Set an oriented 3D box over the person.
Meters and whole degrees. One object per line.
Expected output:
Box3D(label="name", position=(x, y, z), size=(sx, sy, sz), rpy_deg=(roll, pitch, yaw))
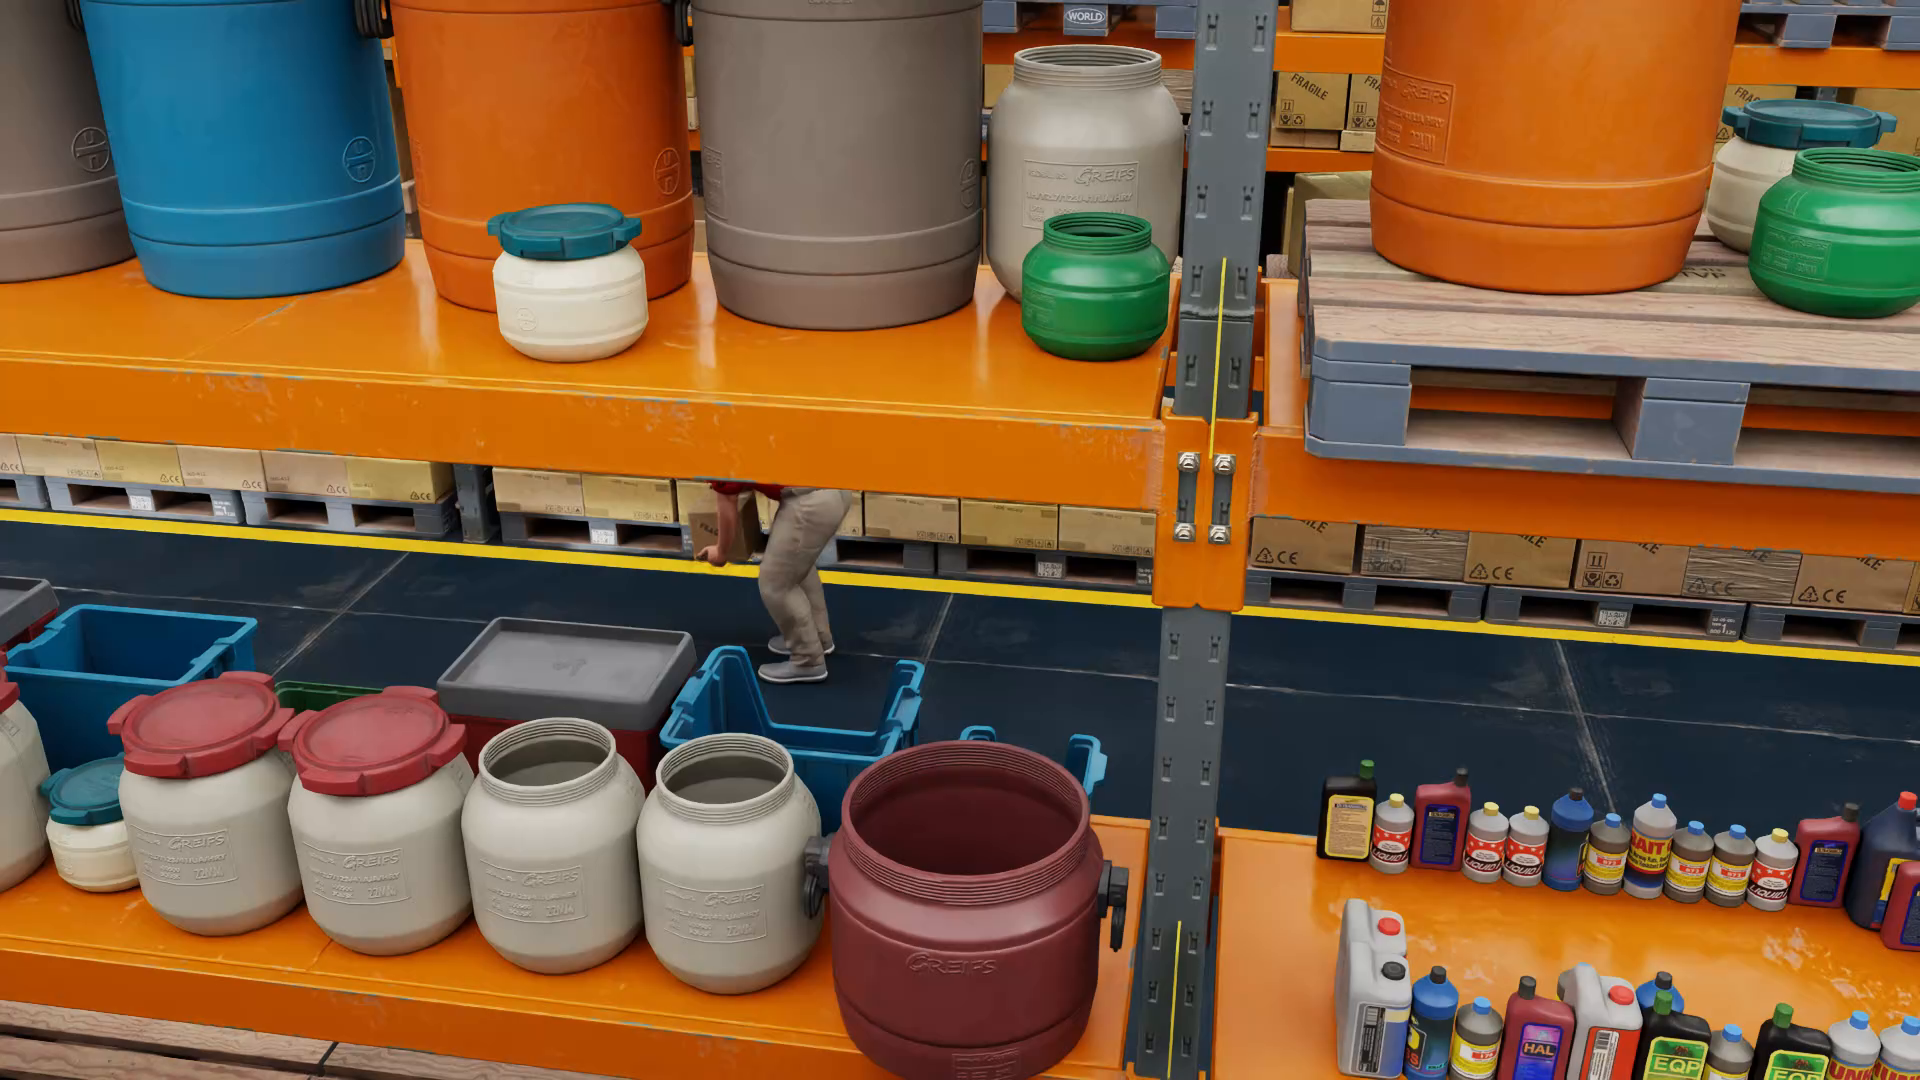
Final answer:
Box3D(label="person", position=(-0.909, -0.043, 7.641), size=(0.815, 1.382, 0.476), rpy_deg=(4, 25, 8))
